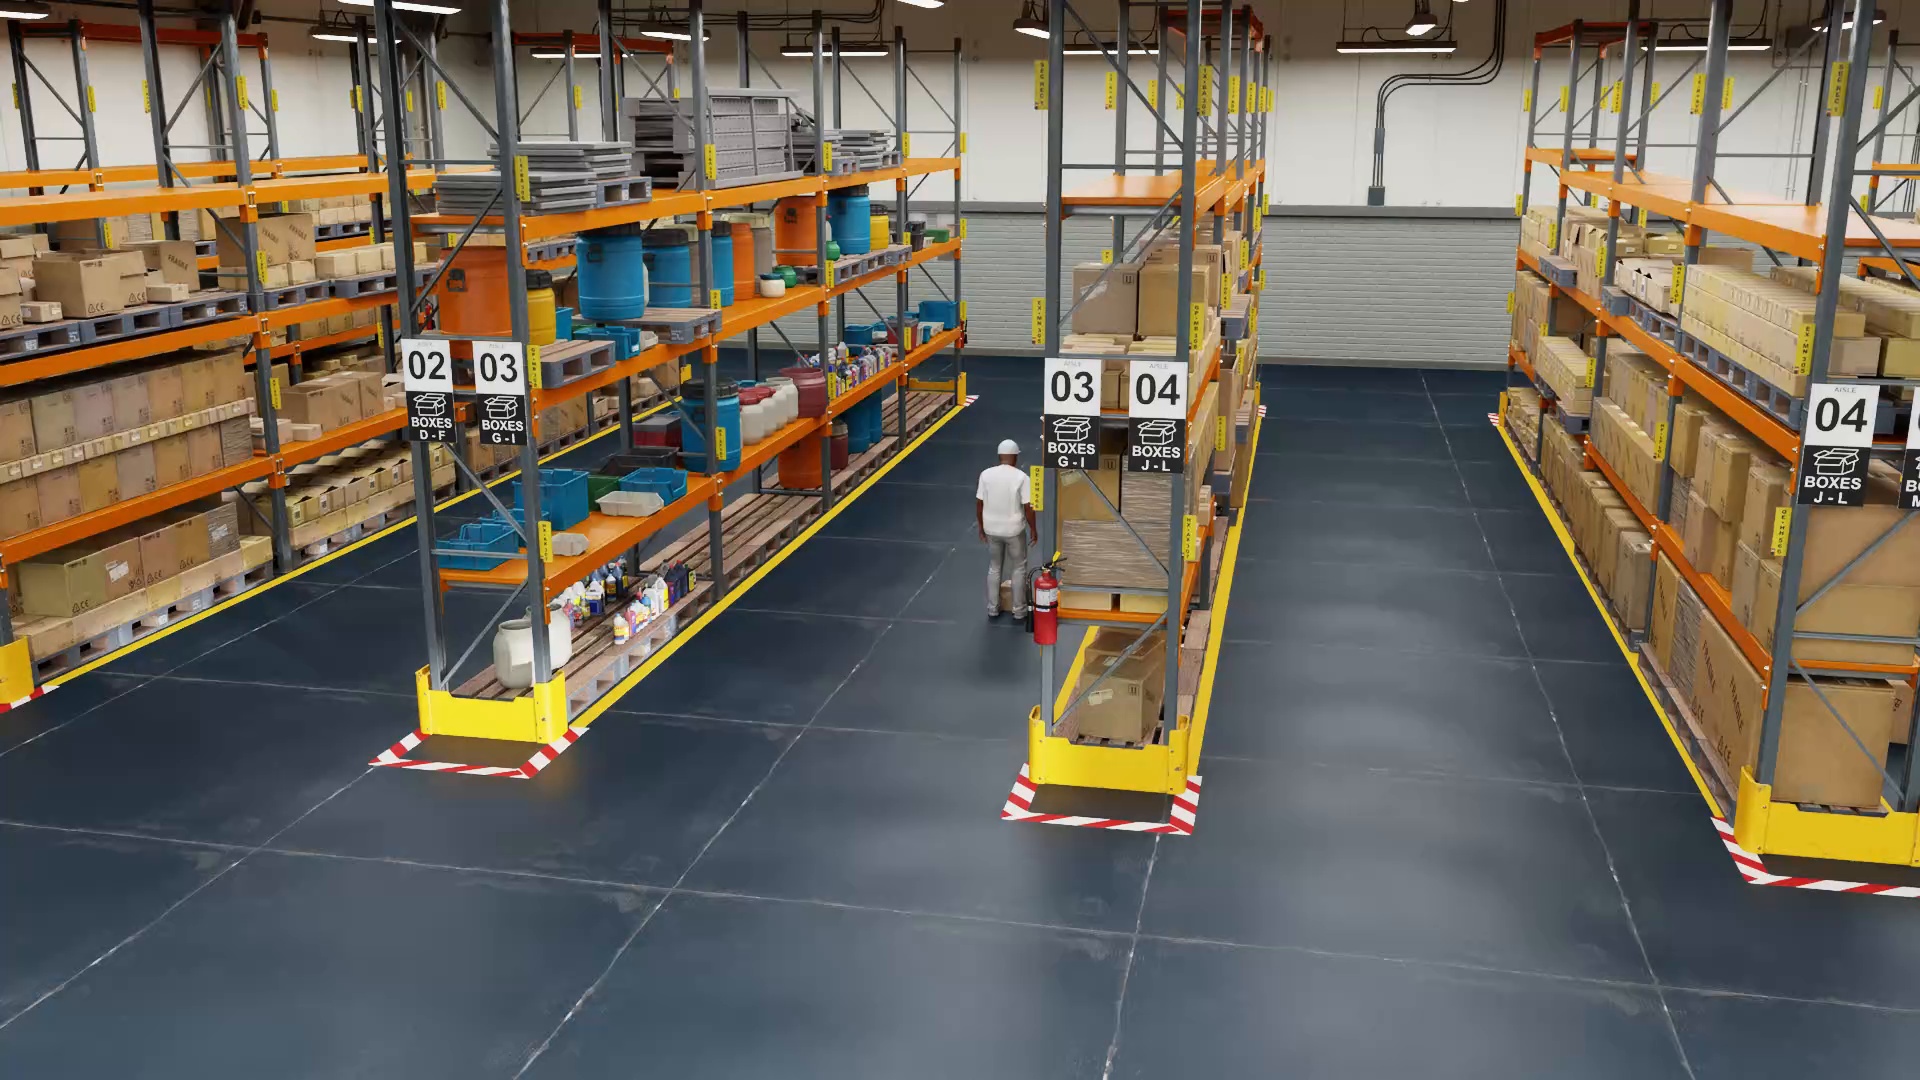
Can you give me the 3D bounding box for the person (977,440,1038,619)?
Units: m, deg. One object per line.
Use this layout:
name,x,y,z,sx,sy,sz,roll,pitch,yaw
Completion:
person,0.467,-0.112,16.404,0.627,1.761,0.457,7,16,25
